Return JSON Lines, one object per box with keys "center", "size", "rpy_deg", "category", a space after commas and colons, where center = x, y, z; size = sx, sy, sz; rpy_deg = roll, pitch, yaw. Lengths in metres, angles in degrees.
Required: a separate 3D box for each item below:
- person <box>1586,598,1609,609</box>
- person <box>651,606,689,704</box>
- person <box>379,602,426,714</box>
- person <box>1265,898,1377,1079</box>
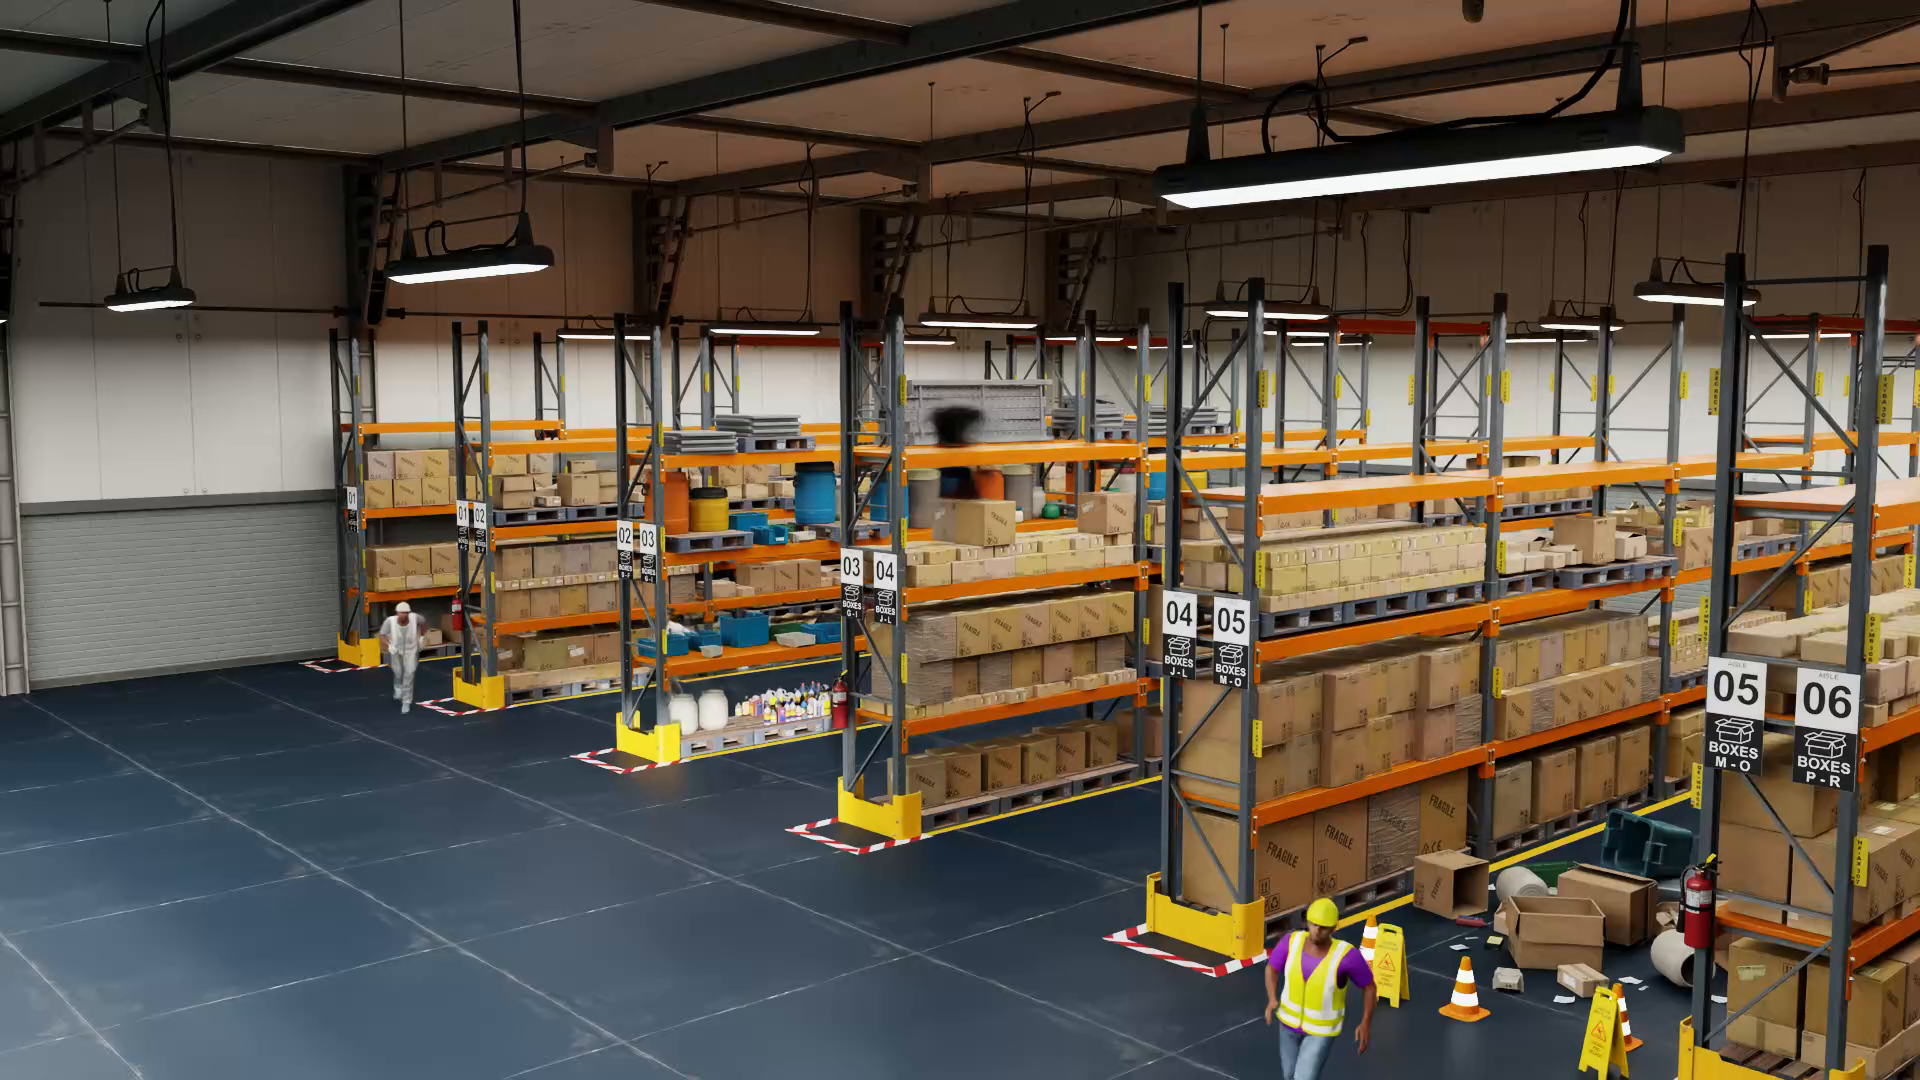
{"center": [12.347, 1.237, 32.398], "size": [0.556, 1.438, 0.963], "rpy_deg": [1, 6, 10], "category": "person"}
{"center": [-4.444, 1.833, 25.315], "size": [0.552, 1.713, 0.789], "rpy_deg": [5, 7, 40], "category": "person"}
{"center": [-8.675, 1.780, 25.873], "size": [0.719, 1.732, 1.044], "rpy_deg": [-3, 6, -26], "category": "person"}
{"center": [2.302, 3.188, 10.859], "size": [0.741, 1.744, 0.992], "rpy_deg": [4, 7, 33], "category": "person"}
